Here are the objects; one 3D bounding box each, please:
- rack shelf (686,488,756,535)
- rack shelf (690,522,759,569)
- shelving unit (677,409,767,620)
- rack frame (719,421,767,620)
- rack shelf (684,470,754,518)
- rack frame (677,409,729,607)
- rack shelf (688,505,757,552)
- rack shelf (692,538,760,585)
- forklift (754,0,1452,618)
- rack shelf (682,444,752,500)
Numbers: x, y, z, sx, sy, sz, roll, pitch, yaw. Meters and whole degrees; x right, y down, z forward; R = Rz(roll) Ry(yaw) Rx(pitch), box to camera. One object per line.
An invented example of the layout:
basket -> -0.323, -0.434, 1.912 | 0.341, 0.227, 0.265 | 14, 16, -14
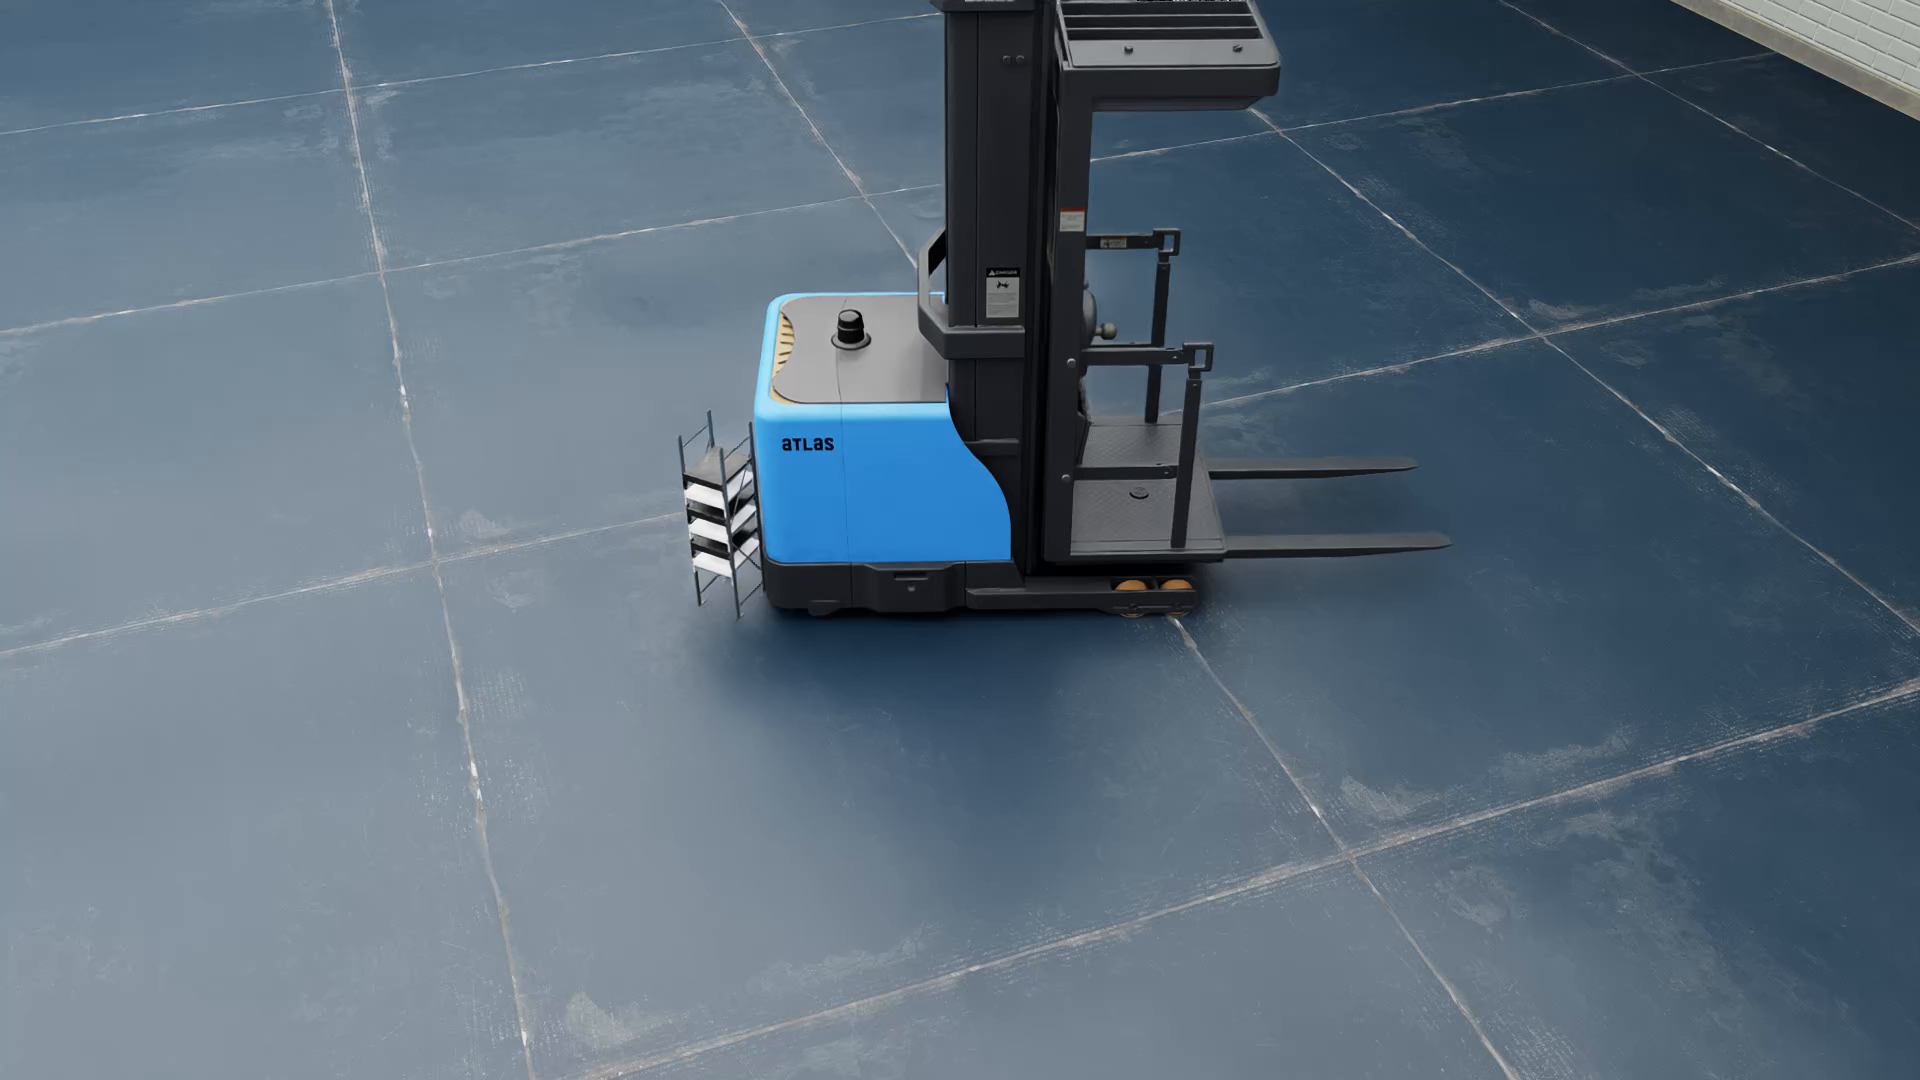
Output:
rack shelf -> -1.013, -0.145, 7.100 | 0.200, 0.077, 0.258 | 17, 40, 21
rack shelf -> -1.013, -0.001, 7.208 | 0.200, 0.077, 0.258 | 17, 40, 21
shelving unit -> -1.013, -0.099, 7.134 | 0.210, 0.900, 0.258 | 17, 40, 21
rack frame -> -0.922, -0.072, 7.097 | 0.006, 0.900, 0.240 | 17, 40, 21
rack shelf -> -1.013, -0.217, 7.046 | 0.200, 0.077, 0.258 | 17, 40, 21
rack frame -> -1.103, -0.127, 7.171 | 0.006, 0.900, 0.240 | 17, 40, 21
rack shelf -> -1.013, -0.073, 7.154 | 0.200, 0.077, 0.258 | 17, 40, 21
rack shelf -> -1.013, 0.071, 7.262 | 0.200, 0.077, 0.258 | 17, 40, 21
forklift -> 0.656, -1.150, 6.841 | 3.031, 2.935, 1.130 | -1, 37, -1
rack shelf -> -1.013, -0.288, 6.992 | 0.200, 0.077, 0.258 | 17, 40, 21
